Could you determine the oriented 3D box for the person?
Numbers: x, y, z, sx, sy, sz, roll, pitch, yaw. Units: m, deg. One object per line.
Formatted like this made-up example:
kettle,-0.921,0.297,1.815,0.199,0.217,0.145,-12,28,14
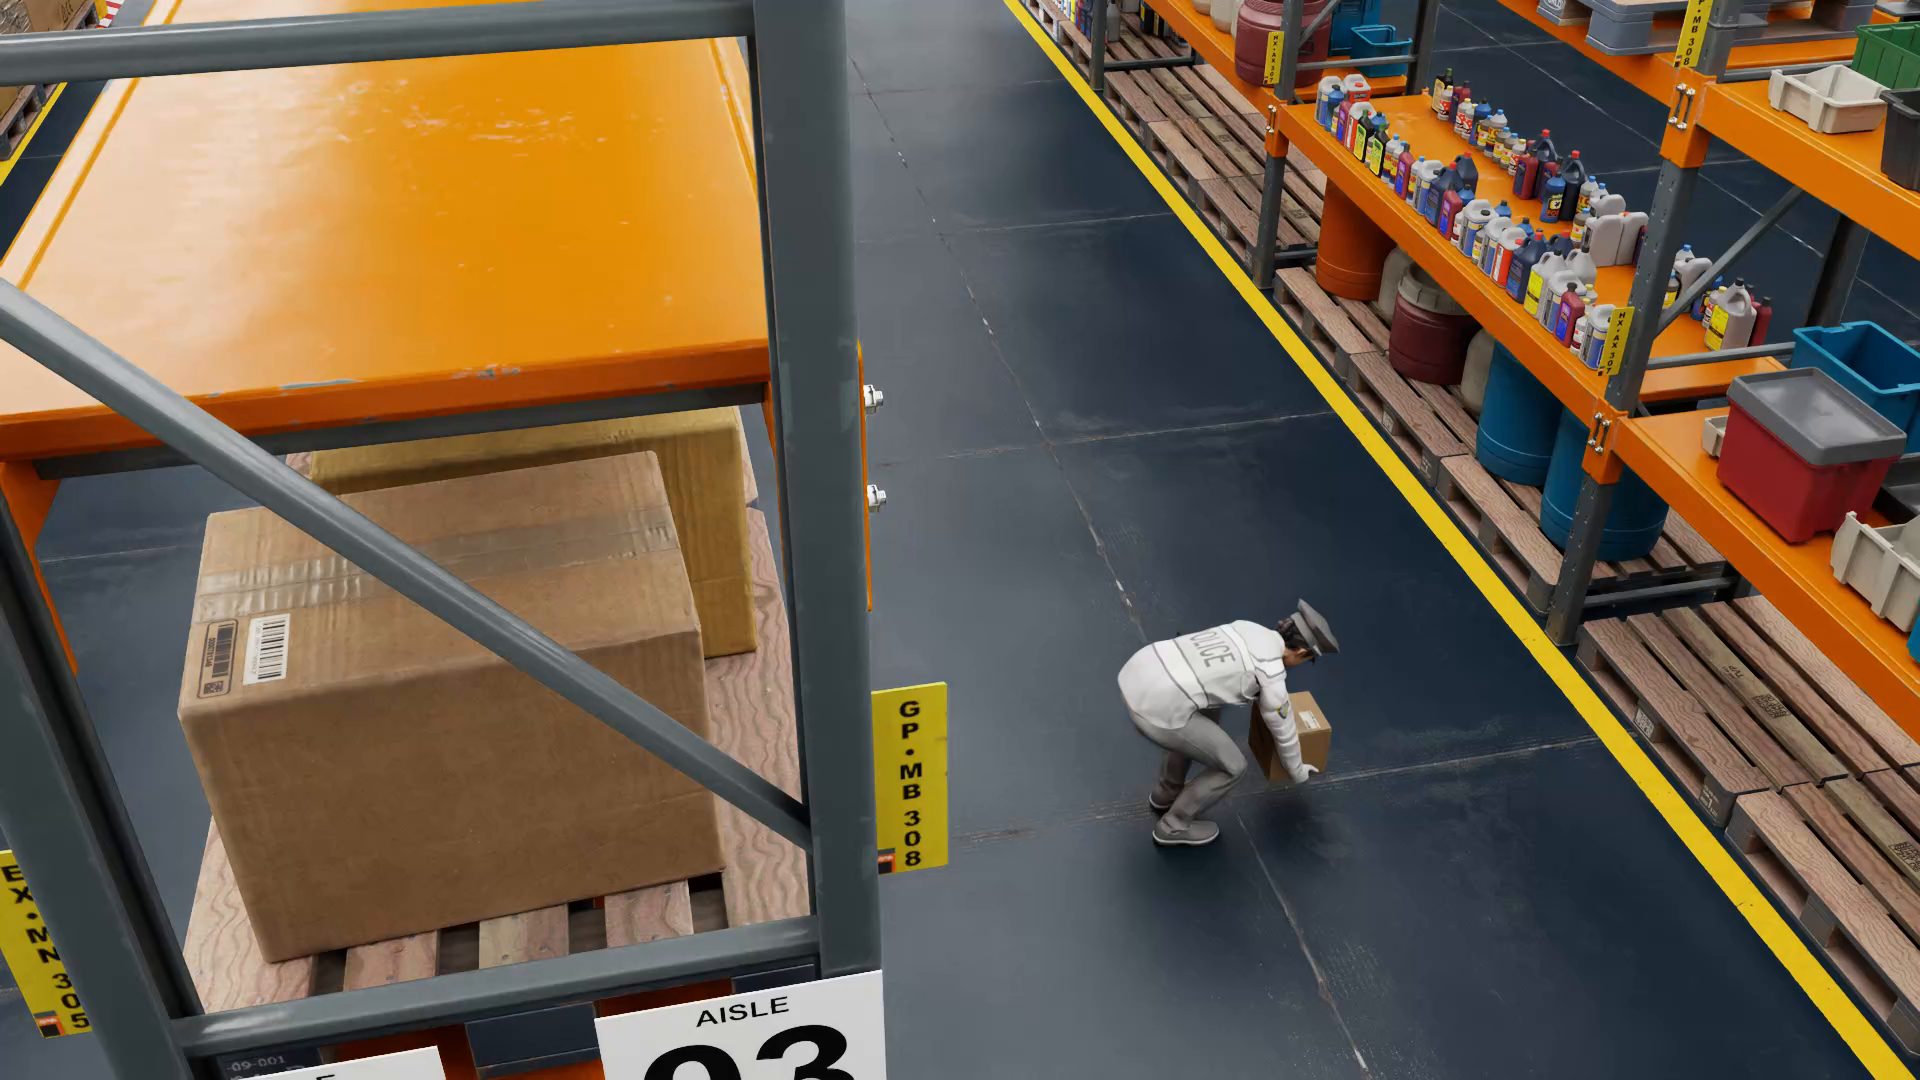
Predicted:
person,1.095,0.747,6.842,0.920,1.018,0.447,-9,36,-13
